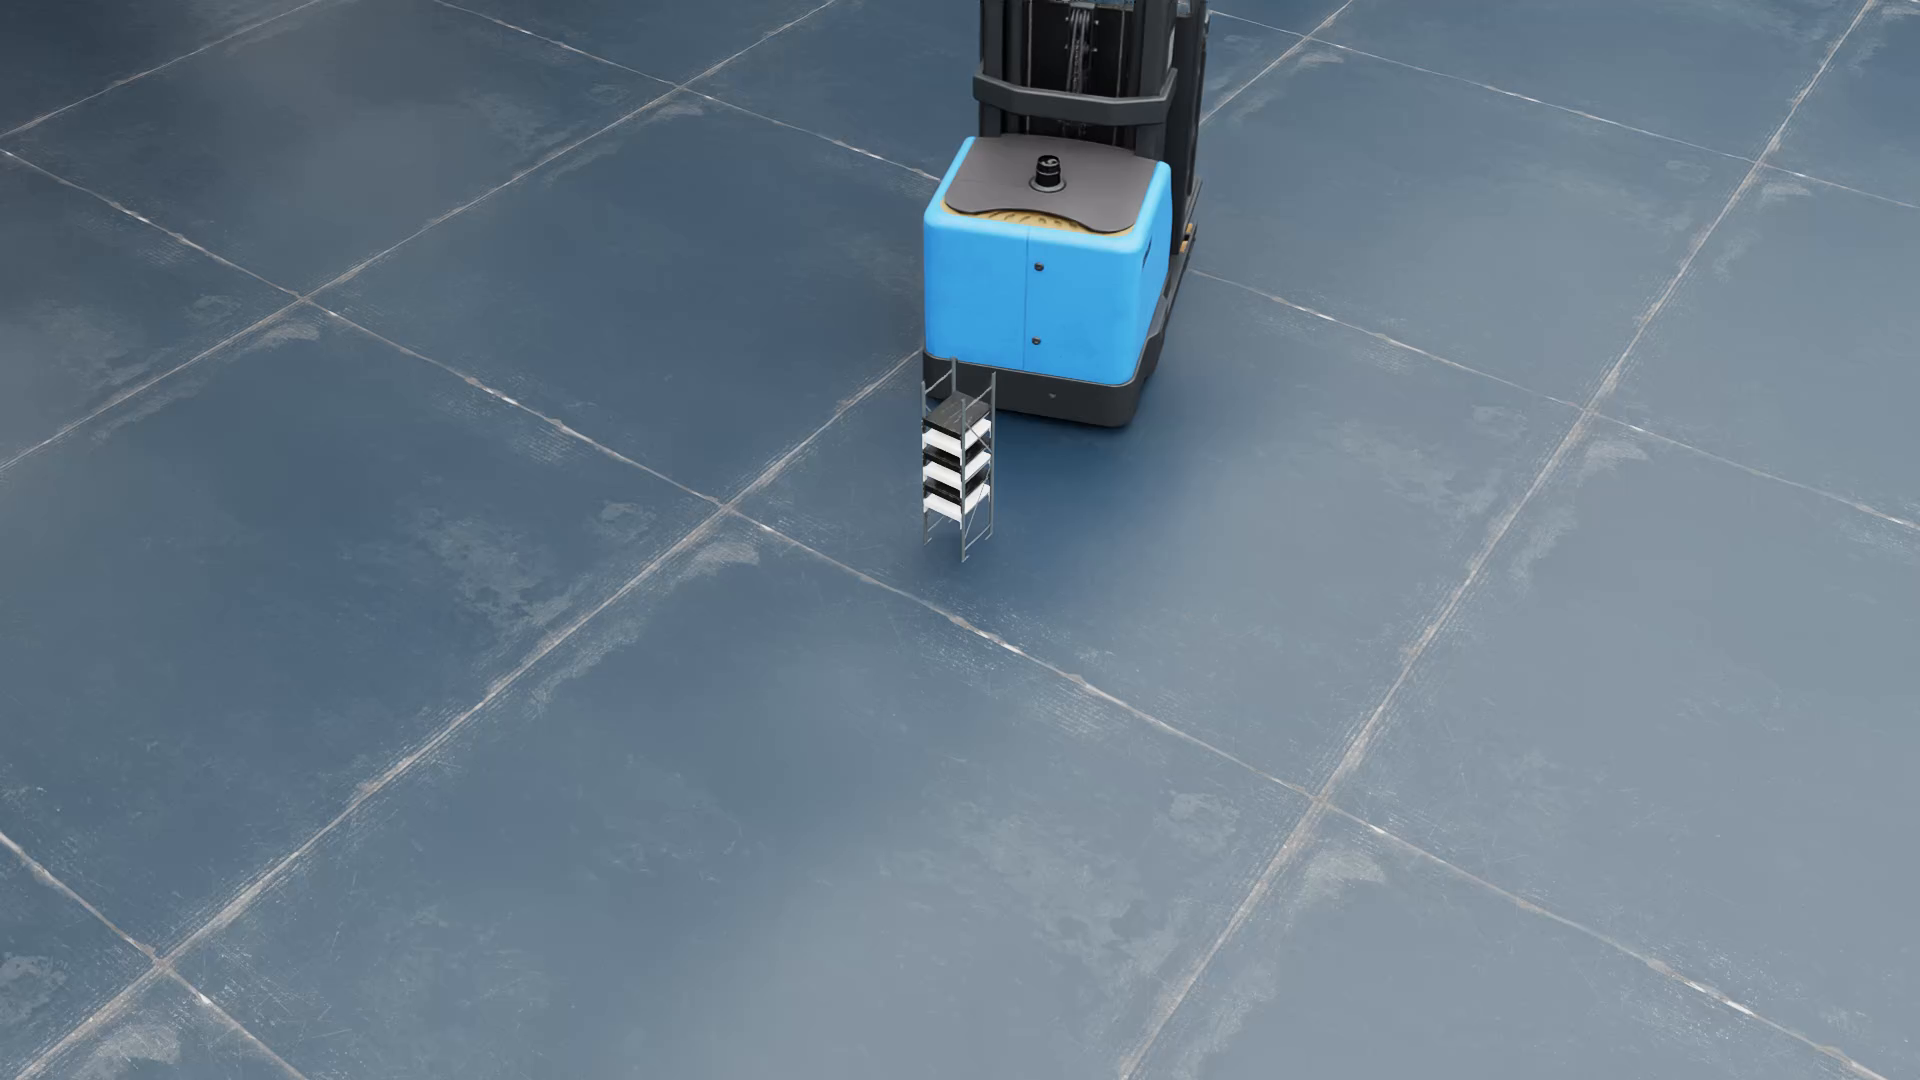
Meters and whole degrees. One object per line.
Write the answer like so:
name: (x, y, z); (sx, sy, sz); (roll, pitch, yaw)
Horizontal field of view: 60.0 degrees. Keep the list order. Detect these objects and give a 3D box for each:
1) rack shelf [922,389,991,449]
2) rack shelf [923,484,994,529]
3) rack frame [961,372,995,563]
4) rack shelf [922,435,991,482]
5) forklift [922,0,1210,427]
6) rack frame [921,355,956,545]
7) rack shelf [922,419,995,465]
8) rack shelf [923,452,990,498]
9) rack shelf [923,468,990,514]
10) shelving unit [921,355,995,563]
rack shelf: (-0.007, -0.515, 7.044); (0.200, 0.077, 0.258); (25, 48, 25)
rack shelf: (-0.007, -0.179, 7.344); (0.200, 0.077, 0.258); (25, 48, 25)
rack frame: (0.077, -0.300, 7.158); (0.006, 0.900, 0.240); (25, 48, 25)
rack shelf: (-0.007, -0.381, 7.164); (0.200, 0.077, 0.258); (25, 48, 25)
forklift: (0.699, -2.633, 8.243); (1.130, 2.935, 3.031); (10, 43, 11)
rack frame: (-0.090, -0.377, 7.245); (0.006, 0.900, 0.240); (25, 48, 25)
rack shelf: (-0.007, -0.448, 7.104); (0.200, 0.077, 0.258); (25, 48, 25)
rack shelf: (-0.007, -0.314, 7.224); (0.200, 0.077, 0.258); (25, 48, 25)
rack shelf: (-0.007, -0.247, 7.284); (0.200, 0.077, 0.258); (25, 48, 25)
shelving unit: (-0.007, -0.338, 7.202); (0.210, 0.900, 0.258); (25, 48, 25)
